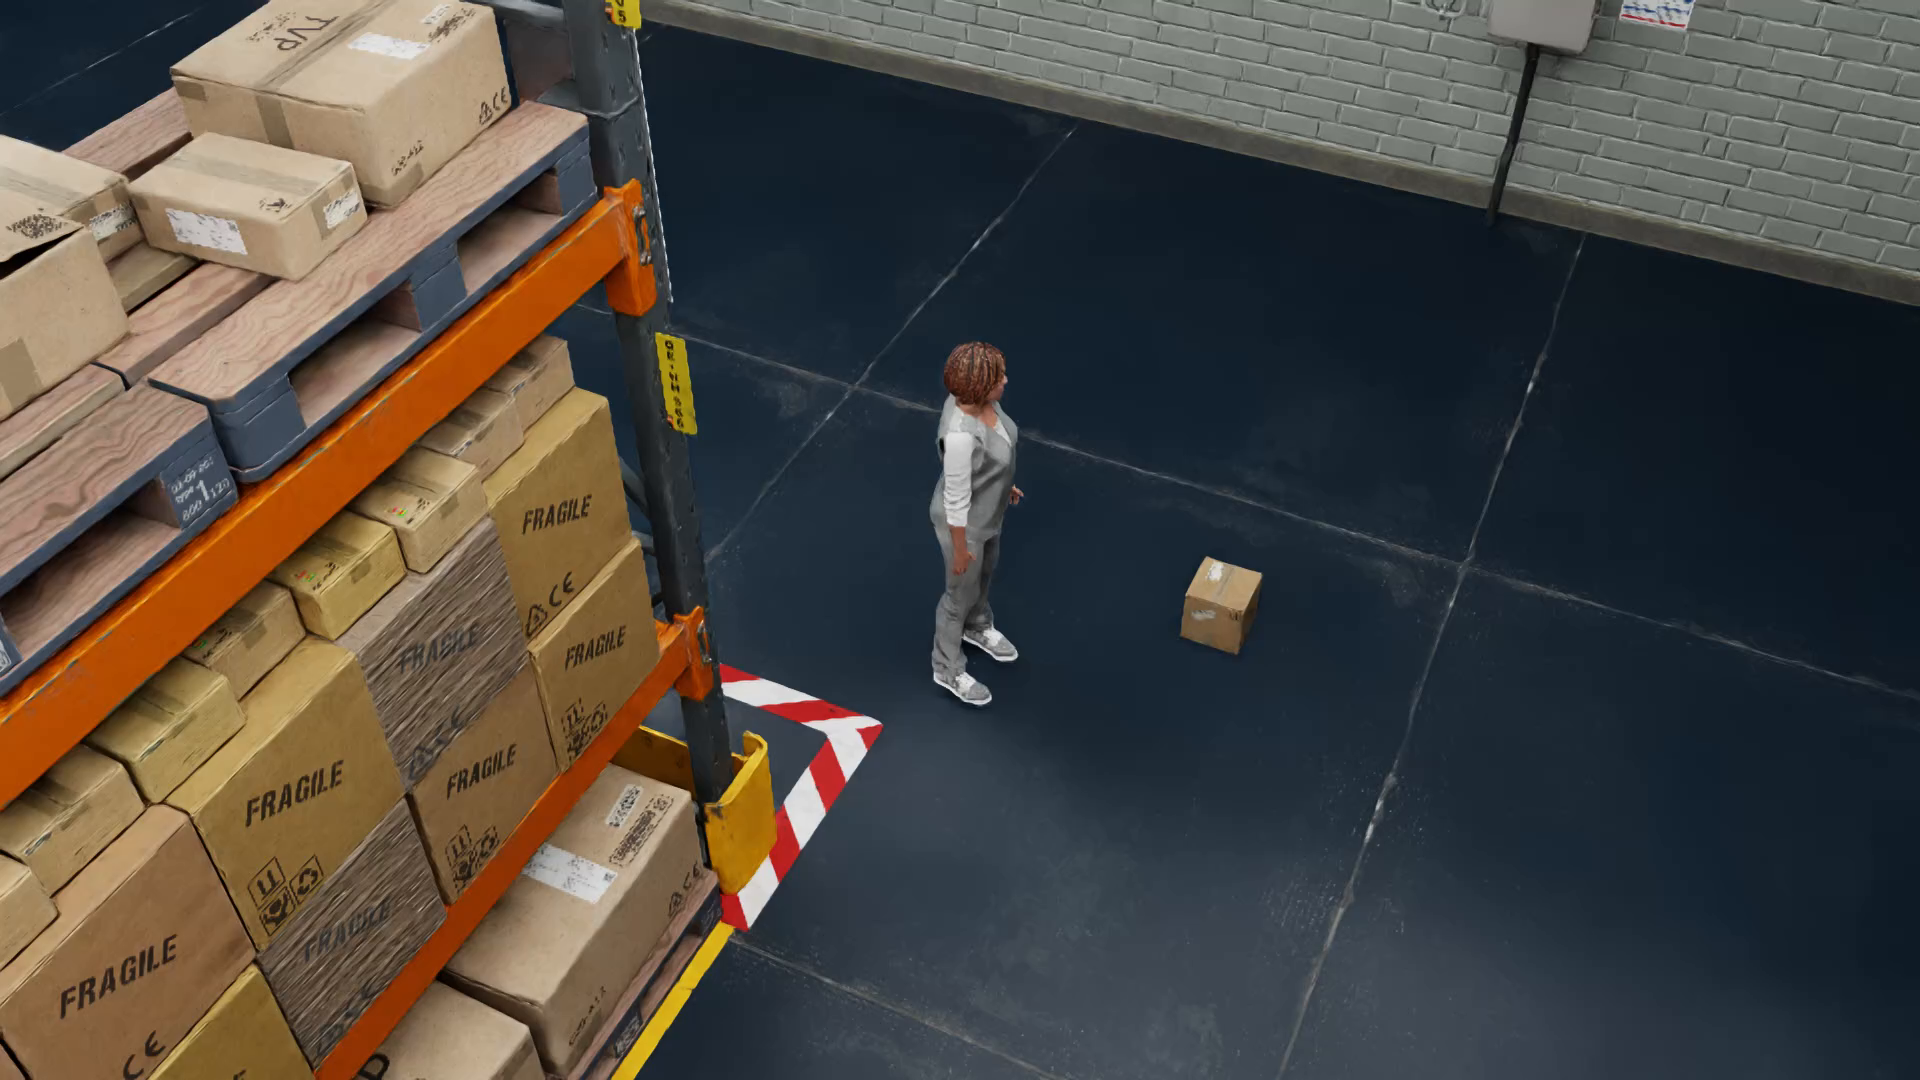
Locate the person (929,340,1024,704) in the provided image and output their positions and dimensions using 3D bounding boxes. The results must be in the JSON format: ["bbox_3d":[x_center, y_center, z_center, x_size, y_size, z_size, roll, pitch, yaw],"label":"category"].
[{"bbox_3d":[0.054,-0.085,6.225,0.337,1.606,0.467,10,44,11],"label":"person"}]
